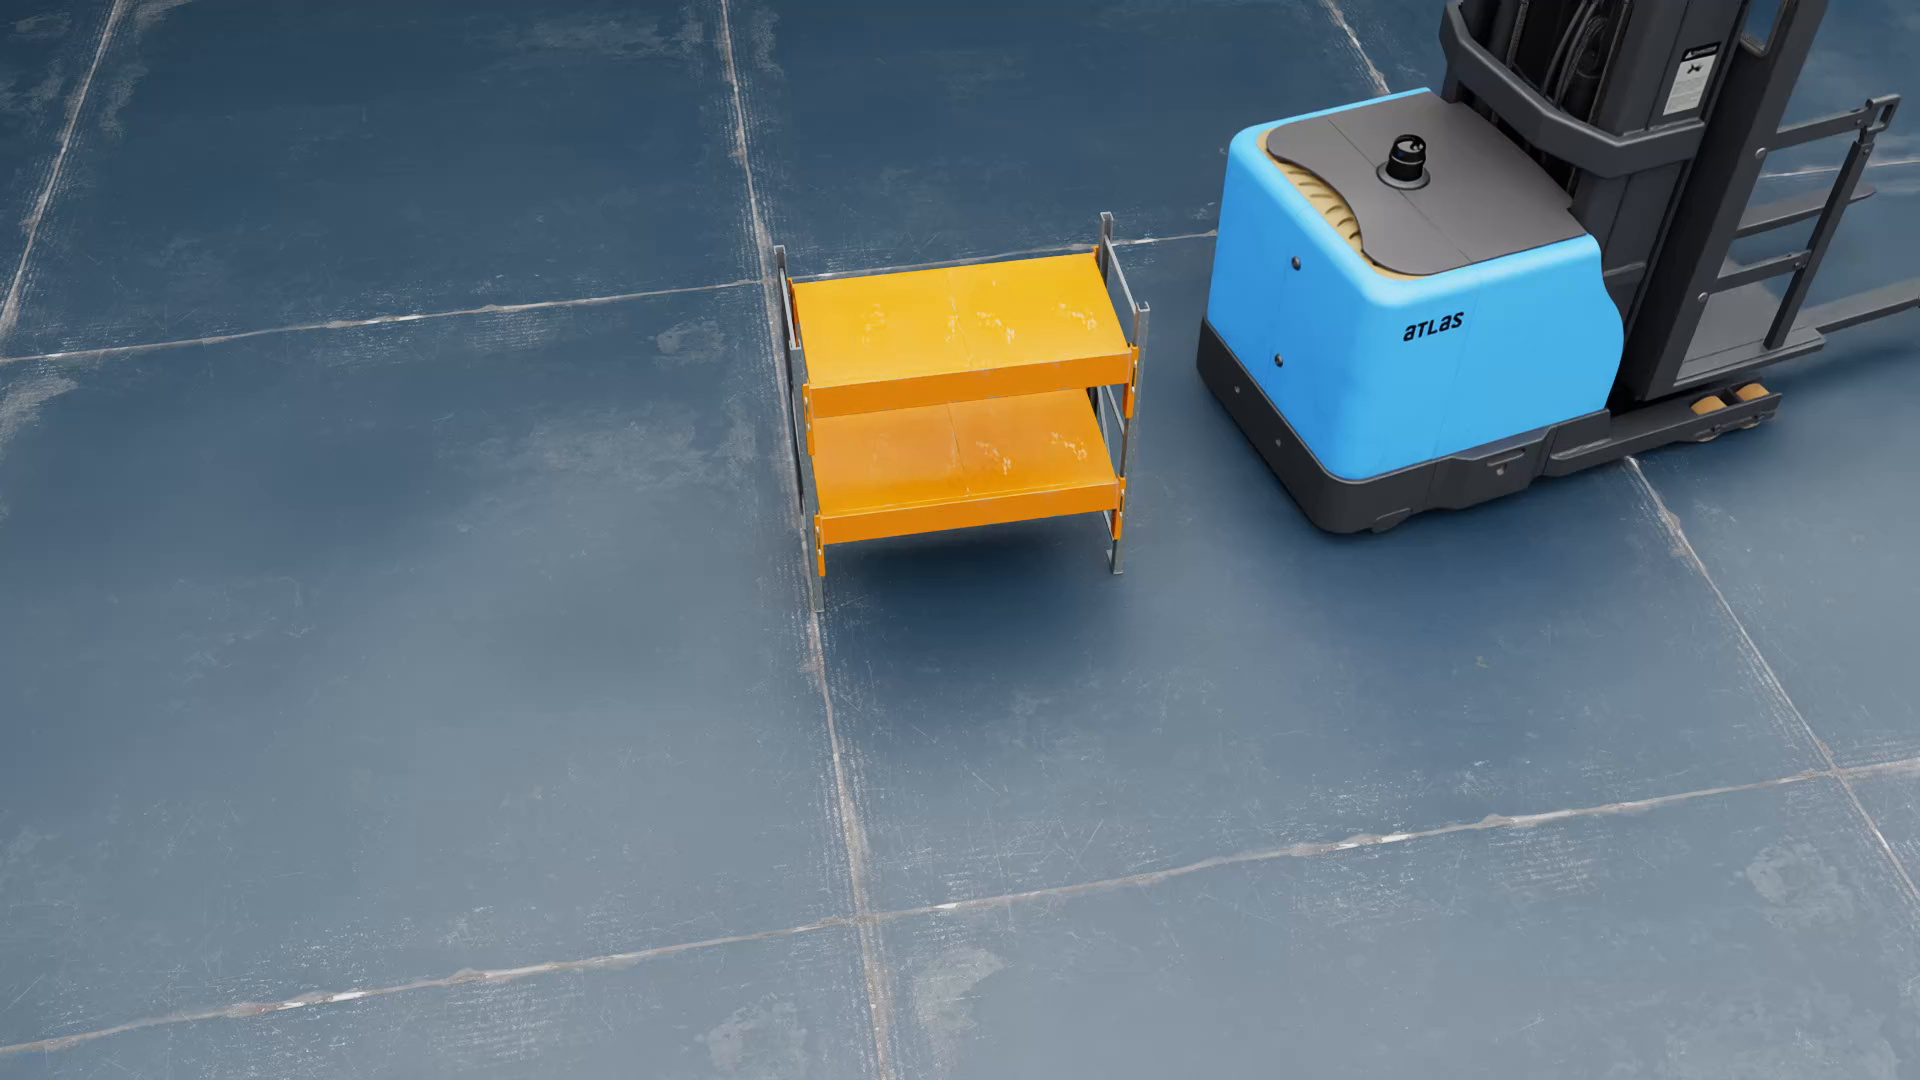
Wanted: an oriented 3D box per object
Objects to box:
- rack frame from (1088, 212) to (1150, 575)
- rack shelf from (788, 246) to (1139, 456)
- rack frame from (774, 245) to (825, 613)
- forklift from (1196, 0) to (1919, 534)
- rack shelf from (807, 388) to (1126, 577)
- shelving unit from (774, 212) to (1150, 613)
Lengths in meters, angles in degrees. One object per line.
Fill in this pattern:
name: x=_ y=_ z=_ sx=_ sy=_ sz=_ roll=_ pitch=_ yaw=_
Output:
rack frame: x=0.494 y=-0.452 z=5.404 sx=0.032 sy=1.125 sz=0.500 roll=-7 pitch=46 yaw=-7
rack shelf: x=-0.007 y=-0.593 z=5.133 sx=1.000 sy=0.278 sz=0.538 roll=-7 pitch=46 yaw=-7
rack frame: x=-0.508 y=-0.327 z=5.284 sx=0.032 sy=1.125 sz=0.500 roll=-7 pitch=46 yaw=-7
forklift: x=2.462 y=-1.717 z=5.369 sx=3.031 sy=2.935 sz=1.130 roll=-16 pitch=48 yaw=-15
rack shelf: x=-0.007 y=-0.220 z=5.520 sx=1.000 sy=0.278 sz=0.538 roll=-7 pitch=46 yaw=-7
shelving unit: x=-0.007 y=-0.389 z=5.344 sx=1.048 sy=1.125 sz=0.538 roll=-7 pitch=46 yaw=-7
